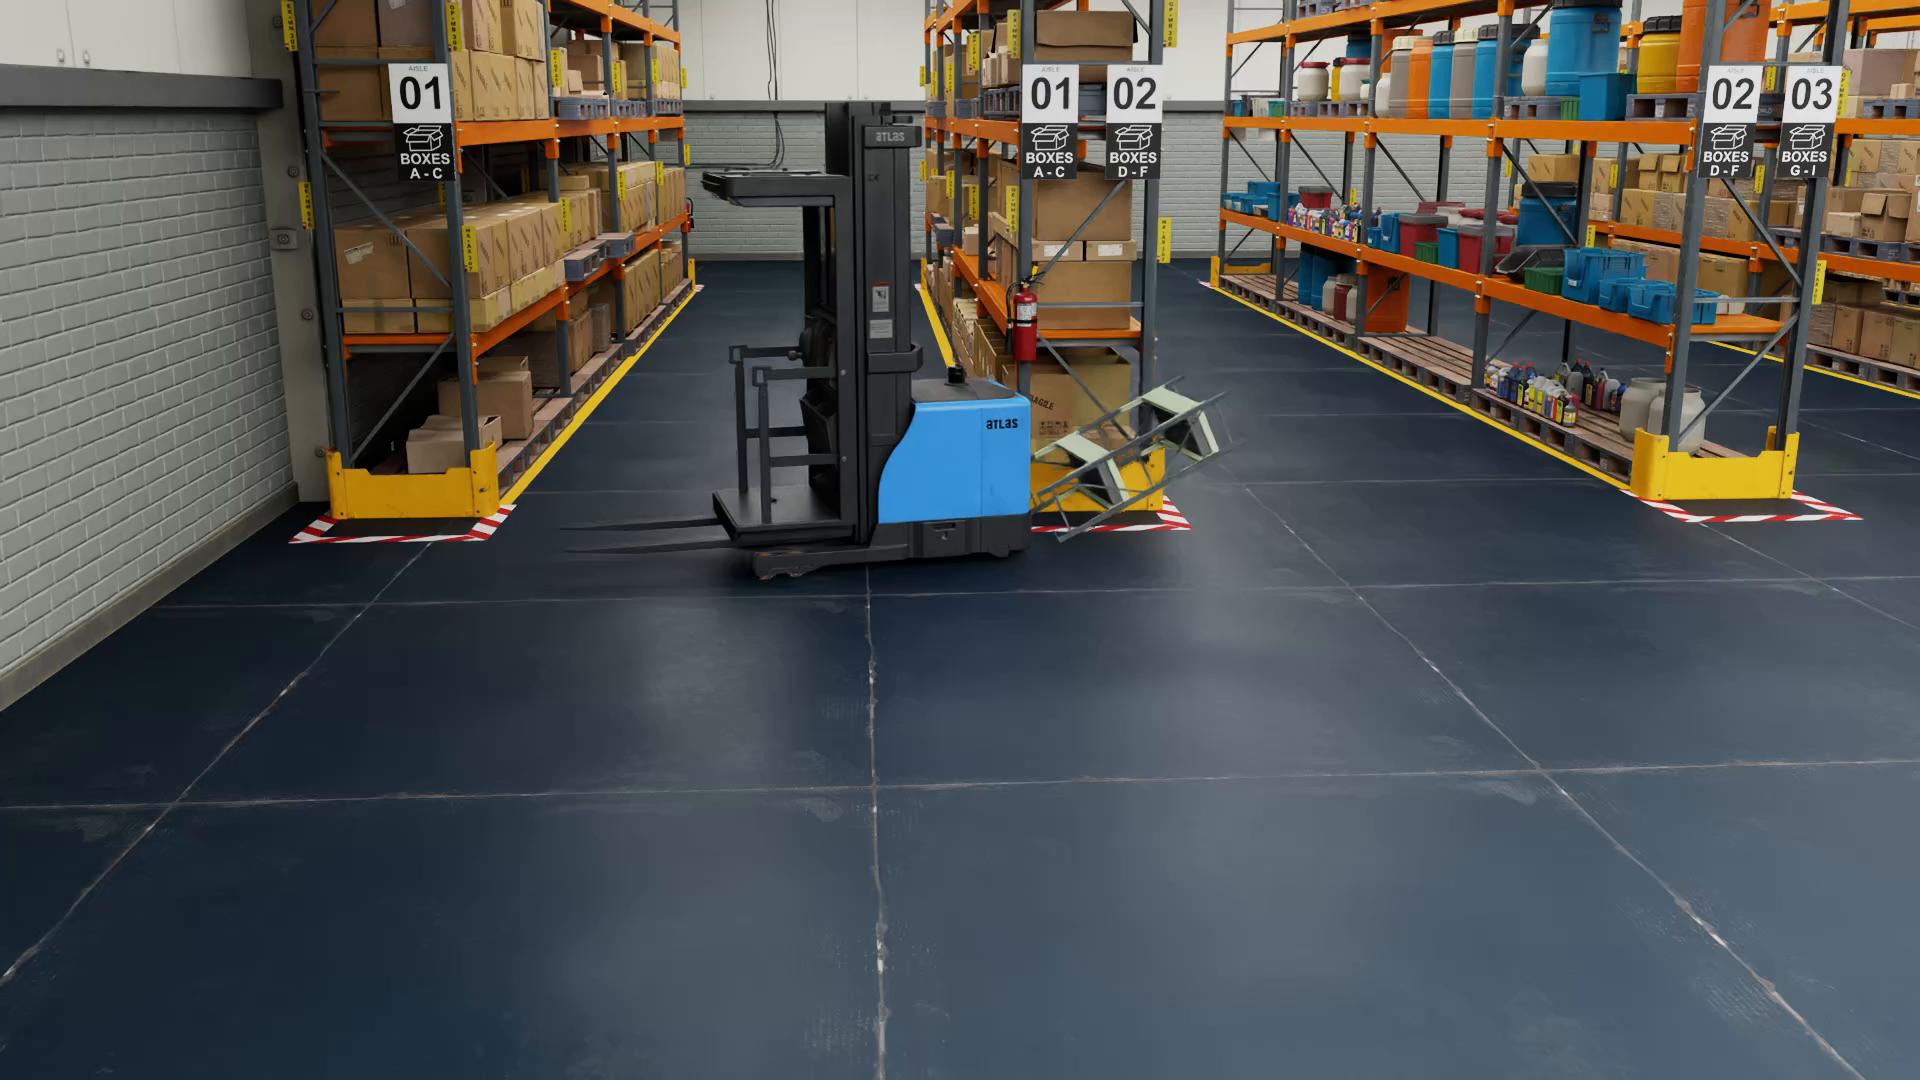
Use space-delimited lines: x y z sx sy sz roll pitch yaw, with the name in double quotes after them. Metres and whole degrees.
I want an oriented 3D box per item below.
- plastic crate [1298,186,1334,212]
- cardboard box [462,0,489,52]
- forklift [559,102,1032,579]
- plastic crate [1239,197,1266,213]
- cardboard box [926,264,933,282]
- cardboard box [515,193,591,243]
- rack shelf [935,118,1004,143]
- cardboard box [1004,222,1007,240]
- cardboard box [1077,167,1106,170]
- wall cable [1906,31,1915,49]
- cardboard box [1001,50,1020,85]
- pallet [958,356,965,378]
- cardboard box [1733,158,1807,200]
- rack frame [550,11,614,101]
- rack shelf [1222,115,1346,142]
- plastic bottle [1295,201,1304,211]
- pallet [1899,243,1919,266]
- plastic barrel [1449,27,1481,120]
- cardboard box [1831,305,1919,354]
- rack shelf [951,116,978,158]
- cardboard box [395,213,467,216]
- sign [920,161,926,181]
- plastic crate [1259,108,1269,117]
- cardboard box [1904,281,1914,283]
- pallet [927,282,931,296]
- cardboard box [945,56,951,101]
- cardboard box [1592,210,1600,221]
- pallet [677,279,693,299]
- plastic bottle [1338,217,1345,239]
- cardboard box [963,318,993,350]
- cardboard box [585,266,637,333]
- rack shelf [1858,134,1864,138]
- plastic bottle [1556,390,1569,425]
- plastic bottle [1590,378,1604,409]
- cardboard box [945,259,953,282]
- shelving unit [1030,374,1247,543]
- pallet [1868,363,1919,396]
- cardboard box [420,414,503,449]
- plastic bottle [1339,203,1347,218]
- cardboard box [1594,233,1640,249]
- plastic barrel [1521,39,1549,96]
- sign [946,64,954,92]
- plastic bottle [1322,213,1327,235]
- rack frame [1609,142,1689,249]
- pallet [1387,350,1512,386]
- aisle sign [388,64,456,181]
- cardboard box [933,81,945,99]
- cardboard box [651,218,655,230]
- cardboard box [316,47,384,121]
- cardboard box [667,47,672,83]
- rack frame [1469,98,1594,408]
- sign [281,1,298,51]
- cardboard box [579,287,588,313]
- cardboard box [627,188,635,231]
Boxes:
5.321 -5.059 24.920 0.402 0.464 0.583 -1 14 -3 "plastic crate"
-3.781 -3.856 12.226 0.500 0.500 0.500 -1 14 -4 "cardboard box"
-1.099 -1.316 10.760 3.031 2.935 1.130 -4 15 -15 "forklift"
4.647 -5.322 26.406 0.416 0.233 0.300 -1 14 -3 "plastic crate"
-0.284 -4.310 26.893 0.500 0.250 0.500 -1 14 -3 "cardboard box"
-4.376 -3.461 17.873 0.700 0.500 0.500 -1 14 -3 "cardboard box"
0.306 -5.304 21.547 1.077 0.370 4.000 -1 14 -3 "rack shelf"
0.585 -2.680 14.421 0.380 0.149 0.250 -1 14 -5 "cardboard box"
0.868 -2.650 13.002 0.700 0.500 0.500 -1 14 -5 "cardboard box"
19.079 -10.313 33.550 0.463 3.000 0.029 -1 14 -3 "wall cable"
0.591 -3.647 12.837 0.500 0.250 0.500 -1 14 -3 "cardboard box"
0.514 -1.844 18.271 1.003 0.211 1.213 -1 14 -3 "pallet"
10.288 -4.571 21.059 0.797 0.503 0.637 0 14 -2 "cardboard box"
-4.514 -6.531 18.849 1.000 3.000 0.127 -1 14 -3 "rack frame"
5.002 -6.375 25.707 1.077 0.370 4.000 -1 14 -3 "rack shelf"
4.827 -4.647 23.665 0.144 0.351 0.185 -1 14 -3 "plastic bottle"
10.663 -2.959 17.394 1.003 0.211 1.213 -1 14 -3 "pallet"
5.333 -4.765 17.000 0.600 0.901 0.600 0 14 0 "plastic barrel"
10.468 -2.412 19.016 0.700 0.500 0.500 0 14 1 "cardboard box"
0.554 -4.310 17.681 1.077 0.370 4.000 -1 14 -3 "rack shelf"
-4.349 -2.429 13.703 0.500 0.500 0.500 -1 14 -3 "cardboard box"
-0.607 -6.103 27.490 0.100 0.325 0.005 -1 14 -3 "sign"
4.667 -6.409 24.923 0.293 0.136 0.466 -1 14 -3 "plastic crate"
14.660 -4.008 25.367 0.380 0.149 0.250 -2 15 -6 "cardboard box"
-0.011 -4.125 27.134 1.003 0.211 1.213 -1 14 -3 "pallet"
0.140 -6.324 22.822 0.600 0.600 0.600 -2 15 -9 "cardboard box"
9.707 -4.863 24.911 0.380 0.149 0.250 -1 14 -2 "cardboard box"
-4.882 -4.067 26.909 1.003 0.211 1.213 -1 14 -3 "pallet"
4.896 -3.993 21.285 0.097 0.271 0.097 0 14 0 "plastic bottle"
0.299 -2.201 17.611 0.500 0.311 0.500 -1 14 -4 "cardboard box"
-4.429 -2.973 20.531 0.750 0.750 0.750 -1 14 -4 "cardboard box"
14.902 -6.503 26.204 1.077 0.370 4.000 -1 14 -3 "rack shelf"
5.293 -1.165 14.603 0.061 0.283 0.133 -1 14 -2 "plastic bottle"
5.881 -1.355 15.342 0.061 0.283 0.133 -1 14 -3 "plastic bottle"
0.062 -3.566 21.994 0.500 0.250 0.500 -1 14 -4 "cardboard box"
1.149 -0.591 11.684 1.500 0.431 0.755 -28 20 -8 "shelving unit"
10.516 -1.703 17.722 1.003 0.211 1.213 -1 14 -3 "pallet"
-4.007 -0.862 13.370 0.500 0.311 0.500 0 14 1 "cardboard box"
5.366 -4.523 23.186 0.144 0.351 0.185 -1 14 -3 "plastic bottle"
10.109 -4.189 25.210 0.875 0.875 0.875 -1 14 -3 "cardboard box"
5.452 -4.384 15.457 0.421 0.512 0.421 0 14 0 "plastic barrel"
-0.112 -5.398 19.429 0.100 0.325 0.005 -1 14 -3 "sign"
4.833 -4.179 21.984 0.061 0.283 0.133 -1 14 -3 "plastic bottle"
10.070 -4.850 24.355 1.000 3.000 0.127 -1 14 -3 "rack frame"
5.456 -1.932 18.611 1.003 0.211 1.213 -1 14 -3 "pallet"
-3.715 -2.882 11.489 0.394 0.787 0.004 -1 14 -3 "aisle sign"
-0.119 -6.436 23.801 0.500 0.250 0.500 -1 14 -3 "cardboard box"
-4.419 -4.366 22.940 0.380 0.149 0.250 -1 14 -2 "cardboard box"
-4.297 -3.246 11.864 0.500 0.500 0.500 0 14 1 "cardboard box"
-4.631 -7.178 25.137 0.500 0.500 0.500 -2 15 -6 "cardboard box"
5.622 -2.784 16.325 1.000 3.000 0.127 -1 14 -3 "rack frame"
-4.574 -3.514 11.366 0.100 0.325 0.005 -1 14 -3 "sign"
-4.445 -2.670 18.513 0.500 0.250 0.500 -1 14 -2 "cardboard box"
-4.312 -4.083 20.537 0.500 0.500 0.500 0 14 -2 "cardboard box"
